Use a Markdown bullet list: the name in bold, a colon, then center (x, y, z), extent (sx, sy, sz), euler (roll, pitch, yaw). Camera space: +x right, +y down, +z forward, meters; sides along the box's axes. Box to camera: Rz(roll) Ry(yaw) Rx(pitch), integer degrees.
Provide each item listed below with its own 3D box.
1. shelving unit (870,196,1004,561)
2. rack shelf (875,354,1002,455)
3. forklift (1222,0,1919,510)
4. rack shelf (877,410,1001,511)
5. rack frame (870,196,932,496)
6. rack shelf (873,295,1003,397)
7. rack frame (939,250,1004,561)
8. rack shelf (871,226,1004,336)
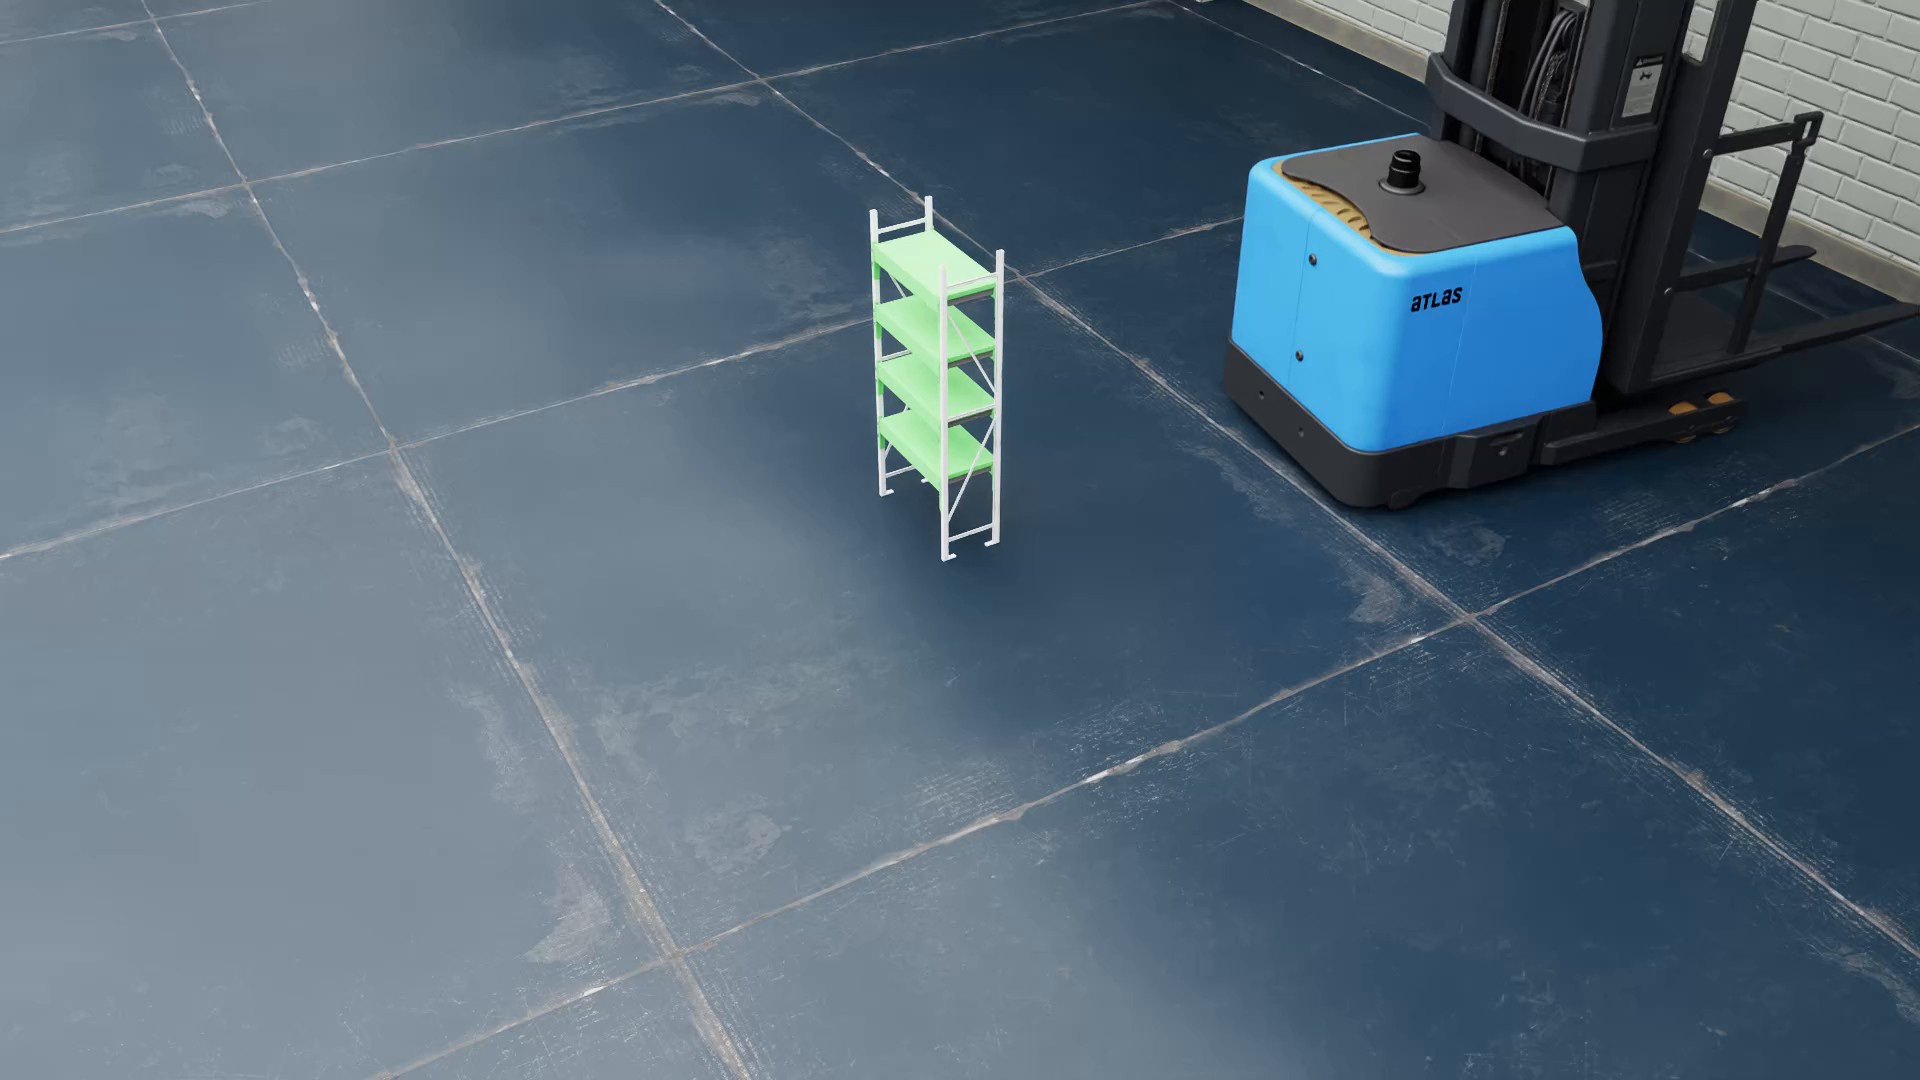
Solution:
- **shelving unit**: center (-0.083, -0.569, 6.012), extent (0.258, 1.200, 0.503), euler (-19, 40, -24)
- **rack shelf**: center (-0.083, -0.517, 6.049), extent (0.258, 0.148, 0.480), euler (-19, 40, -24)
- **forklift**: center (2.675, -1.853, 6.302), extent (3.031, 2.935, 1.130), euler (-14, 38, -18)
- **rack shelf**: center (-0.083, -0.324, 6.191), extent (0.258, 0.148, 0.480), euler (-19, 40, -24)
- **rack frame**: center (-0.206, -0.693, 6.182), extent (0.240, 1.200, 0.015), euler (-19, 40, -24)
- **rack shelf**: center (-0.083, -0.711, 5.908), extent (0.258, 0.148, 0.480), euler (-19, 40, -24)
- **rack frame**: center (0.039, -0.445, 5.841), extent (0.240, 1.200, 0.015), euler (-19, 40, -24)
- **rack shelf**: center (-0.083, -0.905, 5.766), extent (0.258, 0.148, 0.480), euler (-19, 40, -24)
